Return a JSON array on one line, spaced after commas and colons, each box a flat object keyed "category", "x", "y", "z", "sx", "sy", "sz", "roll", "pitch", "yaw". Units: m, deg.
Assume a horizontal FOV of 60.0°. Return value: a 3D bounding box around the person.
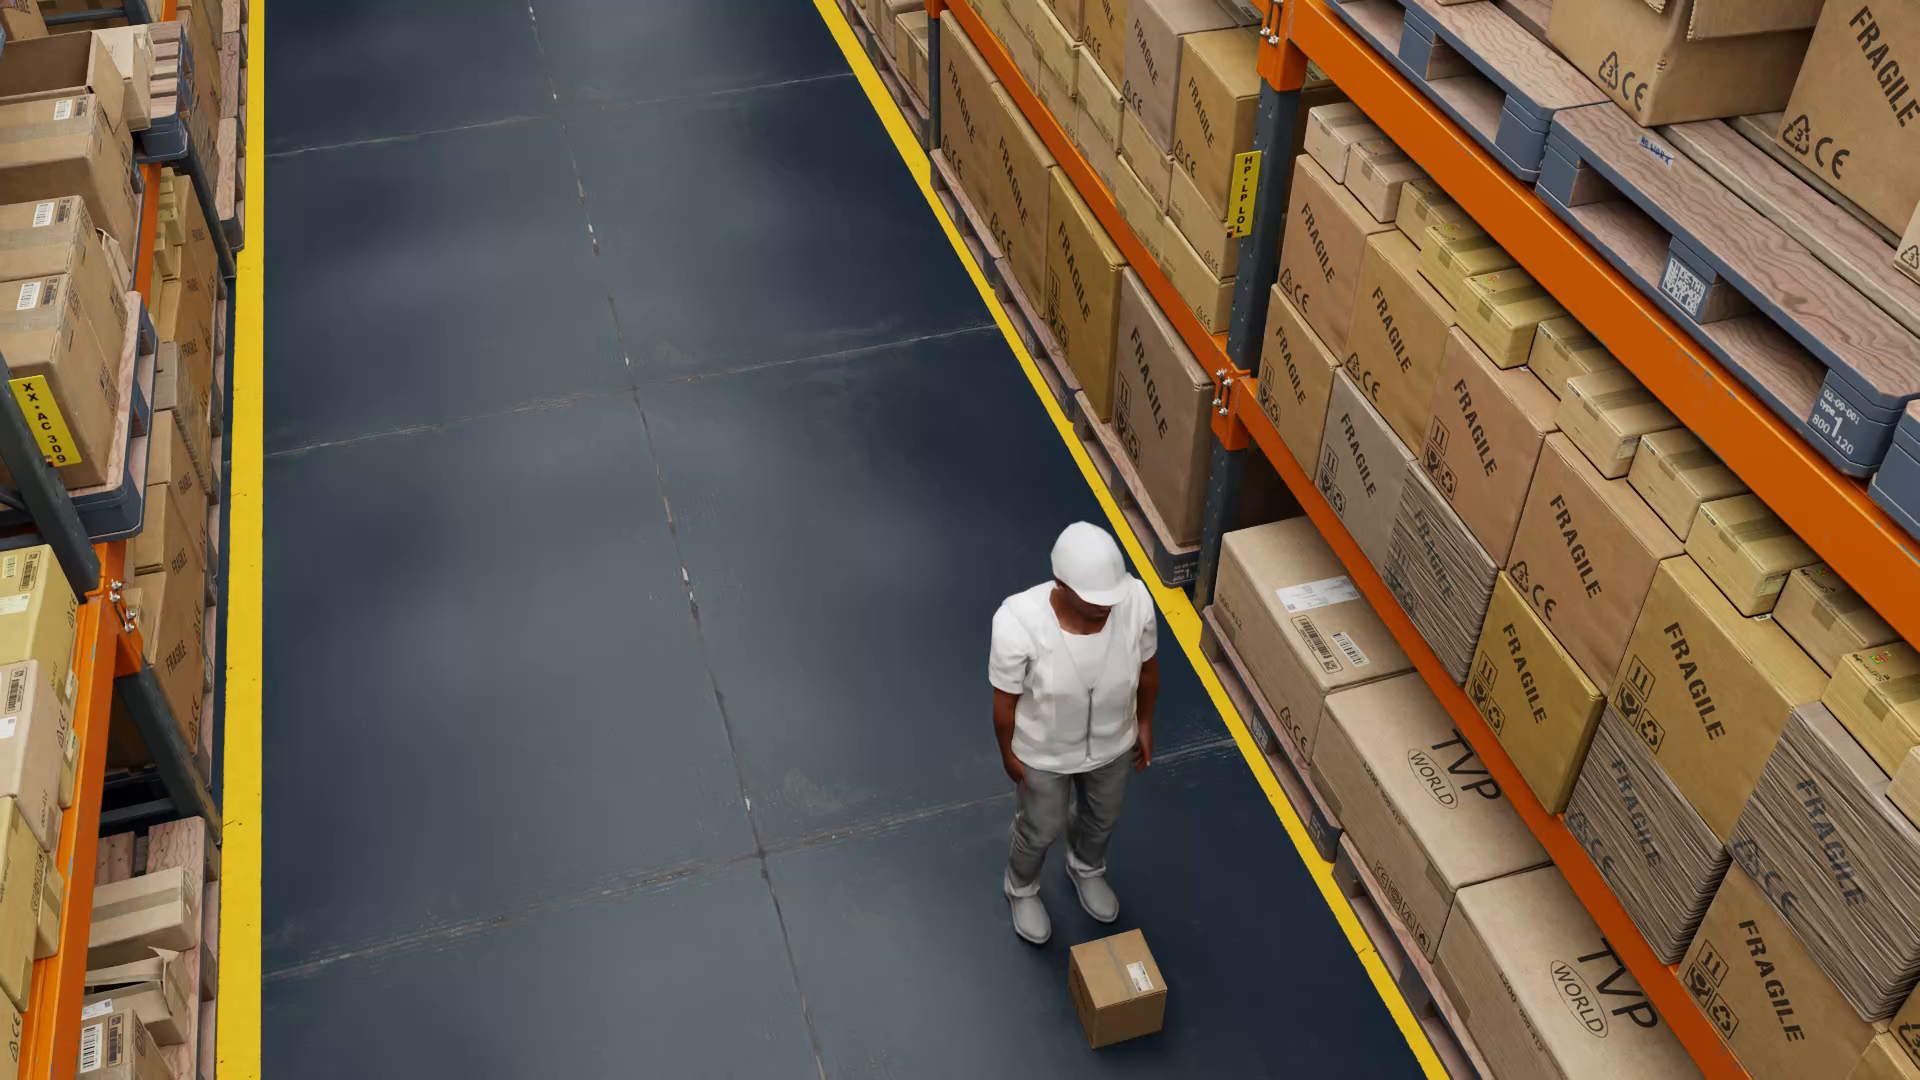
[{"category": "person", "x": 0.378, "y": 0.640, "z": 5.435, "sx": 0.565, "sy": 1.760, "sz": 0.364, "roll": -12, "pitch": 43, "yaw": -13}]
